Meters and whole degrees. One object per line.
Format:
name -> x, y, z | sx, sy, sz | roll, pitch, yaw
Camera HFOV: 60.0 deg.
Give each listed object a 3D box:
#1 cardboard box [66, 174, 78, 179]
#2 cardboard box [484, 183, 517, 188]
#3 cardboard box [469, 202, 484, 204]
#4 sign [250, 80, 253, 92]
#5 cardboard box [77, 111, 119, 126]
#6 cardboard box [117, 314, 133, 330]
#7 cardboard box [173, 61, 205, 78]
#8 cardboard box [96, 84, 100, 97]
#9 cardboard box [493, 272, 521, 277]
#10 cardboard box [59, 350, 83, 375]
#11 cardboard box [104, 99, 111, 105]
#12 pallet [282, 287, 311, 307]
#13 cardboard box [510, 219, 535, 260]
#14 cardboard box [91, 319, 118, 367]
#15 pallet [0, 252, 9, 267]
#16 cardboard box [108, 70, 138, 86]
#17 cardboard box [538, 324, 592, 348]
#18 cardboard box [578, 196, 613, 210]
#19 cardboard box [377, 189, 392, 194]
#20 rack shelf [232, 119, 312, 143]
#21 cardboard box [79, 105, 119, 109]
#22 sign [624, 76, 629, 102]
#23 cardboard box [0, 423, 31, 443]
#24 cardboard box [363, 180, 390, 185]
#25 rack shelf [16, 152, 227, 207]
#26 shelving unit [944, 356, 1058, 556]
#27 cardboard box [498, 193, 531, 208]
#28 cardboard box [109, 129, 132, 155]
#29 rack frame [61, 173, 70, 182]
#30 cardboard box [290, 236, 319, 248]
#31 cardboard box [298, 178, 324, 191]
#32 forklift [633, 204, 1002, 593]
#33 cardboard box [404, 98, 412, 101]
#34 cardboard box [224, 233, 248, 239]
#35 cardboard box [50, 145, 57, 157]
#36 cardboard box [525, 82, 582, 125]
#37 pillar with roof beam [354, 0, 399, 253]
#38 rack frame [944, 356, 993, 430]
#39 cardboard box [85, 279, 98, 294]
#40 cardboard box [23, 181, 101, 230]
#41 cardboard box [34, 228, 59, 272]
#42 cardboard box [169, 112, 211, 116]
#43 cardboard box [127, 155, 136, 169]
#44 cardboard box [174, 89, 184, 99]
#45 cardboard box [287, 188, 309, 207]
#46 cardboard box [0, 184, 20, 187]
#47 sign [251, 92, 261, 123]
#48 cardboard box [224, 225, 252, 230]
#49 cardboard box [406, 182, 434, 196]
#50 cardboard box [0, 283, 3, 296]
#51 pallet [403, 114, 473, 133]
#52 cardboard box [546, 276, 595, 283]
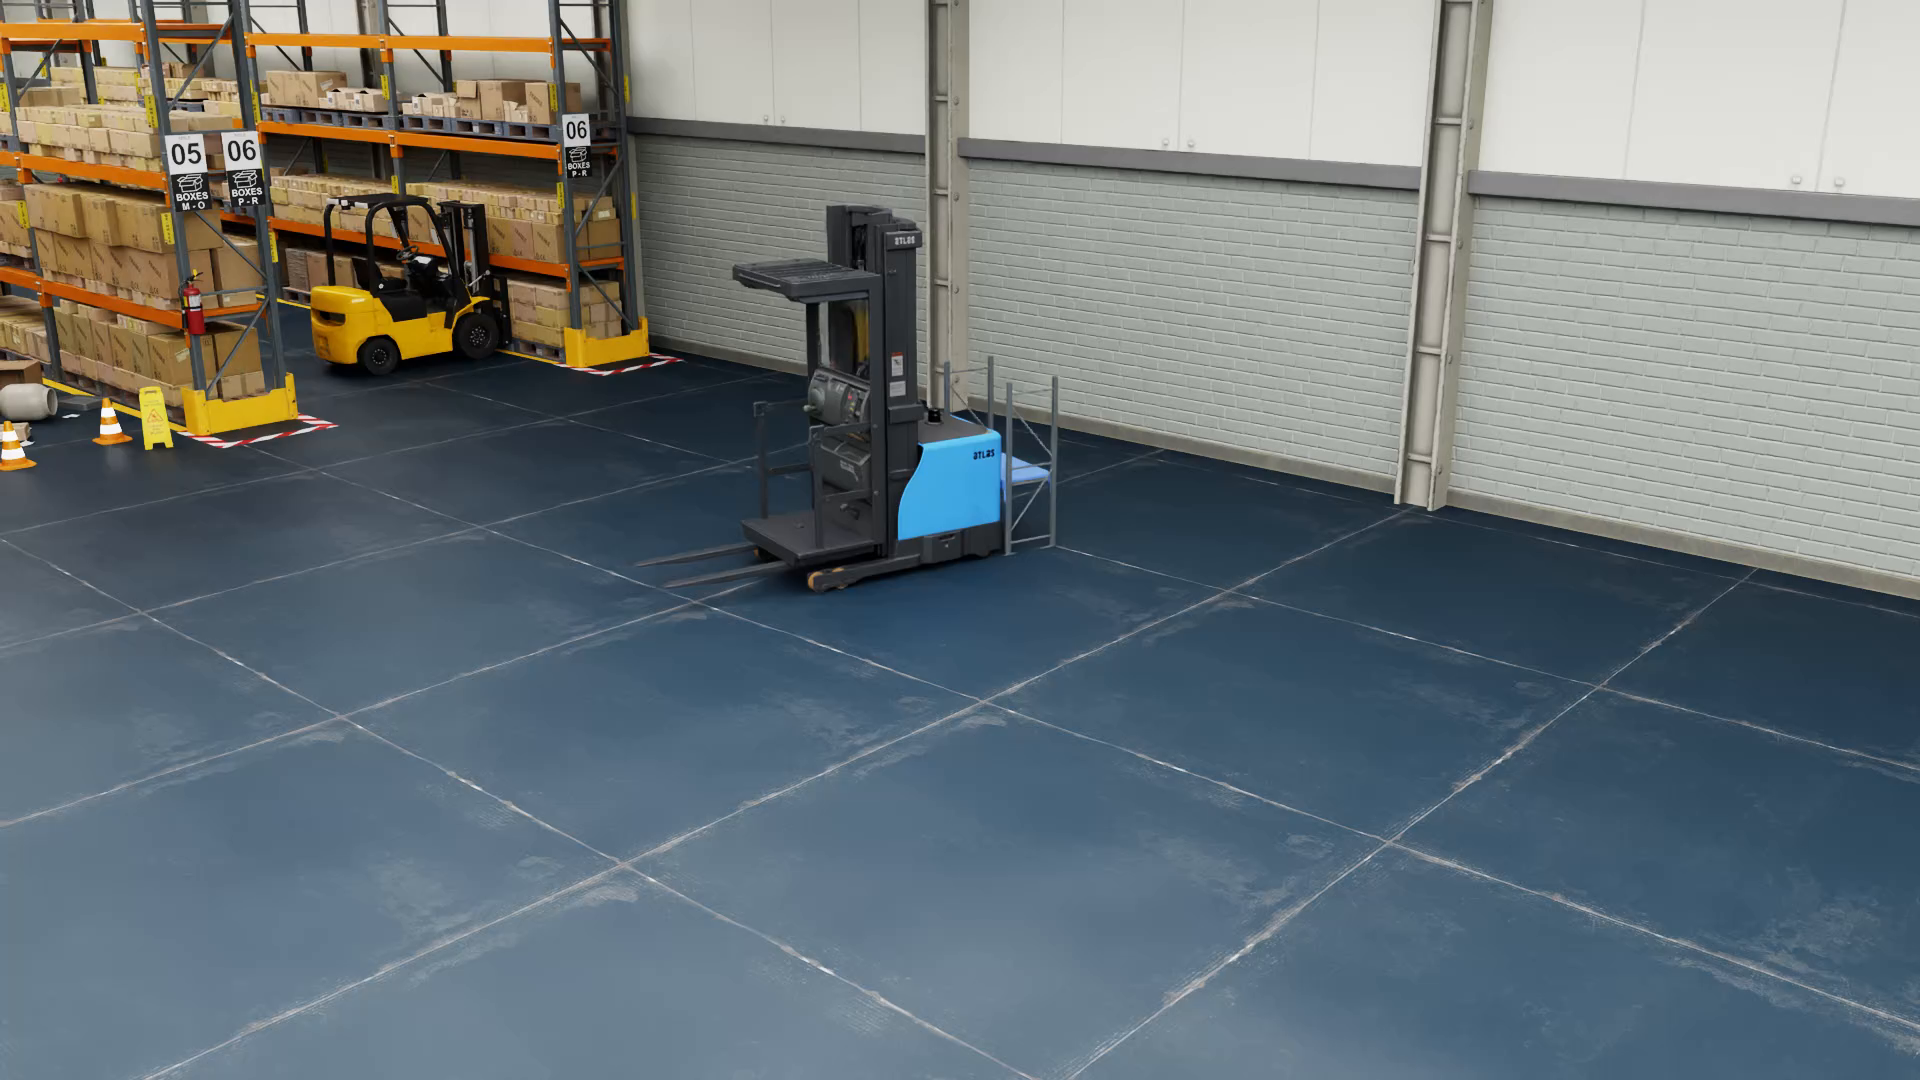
cardboard box -> -16.514, -6.969, 31.368 | 0.500, 0.250, 0.500 | 15, 23, 40
cardboard box -> -6.484, -4.941, 23.494 | 0.250, 0.149, 0.380 | 15, 23, 38
cardboard box -> -6.492, -4.560, 22.782 | 0.250, 0.149, 0.380 | 14, 23, 38
sign -> -11.053, -6.998, 25.890 | 0.005, 0.325, 0.100 | 15, 23, 39
cardboard box -> -9.755, -4.777, 18.843 | 0.250, 0.149, 0.380 | 16, 23, 40
cardboard box -> -9.473, -2.535, 19.181 | 0.250, 0.149, 0.380 | 16, 24, 42
cardboard box -> -13.189, -8.053, 28.448 | 0.258, 0.266, 0.396 | 15, 23, 39
cardboard box -> -15.354, -8.098, 29.967 | 0.500, 0.250, 0.500 | 15, 23, 38
cardboard box -> -6.403, -3.530, 22.974 | 0.500, 0.250, 0.500 | 14, 23, 38
cardboard box -> -10.729, -2.227, 20.523 | 0.500, 0.250, 0.500 | 14, 22, 37
cardboard box -> -15.078, -7.828, 29.777 | 0.250, 0.149, 0.380 | 15, 23, 40
pallet -> -10.101, -3.941, 26.681 | 1.213, 0.211, 1.003 | 15, 23, 39
cardboard box -> -5.632, -4.031, 22.190 | 0.500, 0.500, 0.500 | 16, 24, 41
cardboard box -> -9.934, -2.376, 19.750 | 0.500, 0.500, 0.500 | 17, 24, 42
pallet -> -12.475, -3.841, 22.073 | 1.213, 0.211, 1.003 | 15, 23, 39
cardboard box -> -14.606, -8.133, 29.249 | 0.500, 0.250, 0.500 | 15, 23, 38
cardboard box -> -5.269, -2.750, 22.171 | 0.500, 0.250, 0.500 | 15, 23, 40
cardboard box -> -4.817, -4.452, 21.953 | 0.250, 0.149, 0.380 | 14, 23, 38
cardboard box -> -8.307, -5.064, 24.372 | 0.250, 0.149, 0.380 | 15, 23, 38
rack shelf -> -12.187, -6.933, 27.728 | 4.000, 0.370, 1.077 | 15, 23, 39
cardboard box -> -10.364, -5.158, 20.045 | 0.250, 0.149, 0.380 | 14, 23, 38
sign -> -4.335, -5.847, 21.540 | 0.005, 0.325, 0.100 | 15, 23, 39
cardboard box -> -10.320, -1.161, 18.026 | 0.380, 0.149, 0.250 | -6, 18, -18
cardboard box -> -8.929, -5.434, 25.537 | 0.250, 0.149, 0.380 | 15, 23, 40
rack shelf -> -9.495, -4.203, 19.126 | 4.000, 0.370, 1.077 | 15, 23, 39
shelving unit -> 0.341, -0.756, 14.512 | 0.538, 1.500, 1.048 | -10, 20, -30
cardboard box -> -5.940, -4.544, 22.241 | 0.250, 0.149, 0.380 | 16, 23, 41
cardboard box -> -8.928, -4.360, 18.190 | 0.500, 0.250, 0.500 | 15, 23, 39
rack frame -> -16.675, -7.051, 31.869 | 0.127, 3.000, 1.000 | 15, 23, 39
cardboard box -> -10.874, -4.937, 27.577 | 0.250, 0.149, 0.380 | 17, 24, 42
cardboard box -> -10.035, -5.522, 25.814 | 0.250, 0.149, 0.380 | 15, 23, 40
forklift -> -1.158, -1.156, 13.408 | 3.031, 2.935, 1.130 | -11, 21, -31
cardboard box -> -8.204, -6.414, 24.460 | 0.250, 0.149, 0.380 | 15, 23, 39
cardboard box -> -12.202, -5.077, 28.015 | 0.250, 0.149, 0.380 | 14, 22, 37
cardboard box -> -10.504, -4.619, 19.665 | 0.250, 0.149, 0.380 | 15, 23, 39
cardboard box -> -5.200, -5.597, 21.305 | 0.500, 0.500, 0.500 | 16, 24, 41
pillar with roof beam -> -11.975, -7.272, 22.649 | 0.400, 9.000, 9.100 | 15, 23, 39
rack frame -> 0.077, -0.887, 14.926 | 0.500, 1.500, 0.032 | -10, 20, -30
cardboard box -> -10.018, -3.003, 19.530 | 0.250, 0.149, 0.380 | 15, 23, 40
cardboard box -> -10.806, -4.046, 20.092 | 0.500, 0.500, 0.700 | 15, 23, 39
cardboard box -> -10.847, -3.555, 20.199 | 0.500, 0.500, 0.500 | 15, 23, 39
cardboard box -> -8.613, -4.700, 18.602 | 0.250, 0.149, 0.380 | 15, 23, 39
cardboard box -> -8.836, -4.136, 18.143 | 0.250, 0.149, 0.380 | 16, 24, 41
cardboard box -> -12.774, -7.398, 27.560 | 0.250, 0.149, 0.380 | 16, 23, 41
cardboard box -> -10.148, -5.366, 25.982 | 0.500, 0.250, 0.500 | 16, 24, 41
cardboard box -> -12.231, -4.443, 21.229 | 0.250, 0.149, 0.380 | 14, 22, 37
sign -> -7.640, -4.683, 18.007 | 0.005, 0.325, 0.100 | 15, 23, 39
cardboard box -> -12.619, -5.413, 29.074 | 0.250, 0.149, 0.380 | 14, 22, 37
cardboard box -> -7.658, -5.009, 23.706 | 0.250, 0.149, 0.380 | 16, 23, 40
cardboard box -> -14.445, -3.665, 24.021 | 0.875, 0.875, 0.875 | 15, 23, 39
pallet -> -7.044, -5.863, 23.316 | 1.213, 0.211, 1.003 | 15, 23, 39
cardboard box -> -5.318, -3.443, 22.700 | 0.500, 0.250, 0.500 | 15, 23, 39
